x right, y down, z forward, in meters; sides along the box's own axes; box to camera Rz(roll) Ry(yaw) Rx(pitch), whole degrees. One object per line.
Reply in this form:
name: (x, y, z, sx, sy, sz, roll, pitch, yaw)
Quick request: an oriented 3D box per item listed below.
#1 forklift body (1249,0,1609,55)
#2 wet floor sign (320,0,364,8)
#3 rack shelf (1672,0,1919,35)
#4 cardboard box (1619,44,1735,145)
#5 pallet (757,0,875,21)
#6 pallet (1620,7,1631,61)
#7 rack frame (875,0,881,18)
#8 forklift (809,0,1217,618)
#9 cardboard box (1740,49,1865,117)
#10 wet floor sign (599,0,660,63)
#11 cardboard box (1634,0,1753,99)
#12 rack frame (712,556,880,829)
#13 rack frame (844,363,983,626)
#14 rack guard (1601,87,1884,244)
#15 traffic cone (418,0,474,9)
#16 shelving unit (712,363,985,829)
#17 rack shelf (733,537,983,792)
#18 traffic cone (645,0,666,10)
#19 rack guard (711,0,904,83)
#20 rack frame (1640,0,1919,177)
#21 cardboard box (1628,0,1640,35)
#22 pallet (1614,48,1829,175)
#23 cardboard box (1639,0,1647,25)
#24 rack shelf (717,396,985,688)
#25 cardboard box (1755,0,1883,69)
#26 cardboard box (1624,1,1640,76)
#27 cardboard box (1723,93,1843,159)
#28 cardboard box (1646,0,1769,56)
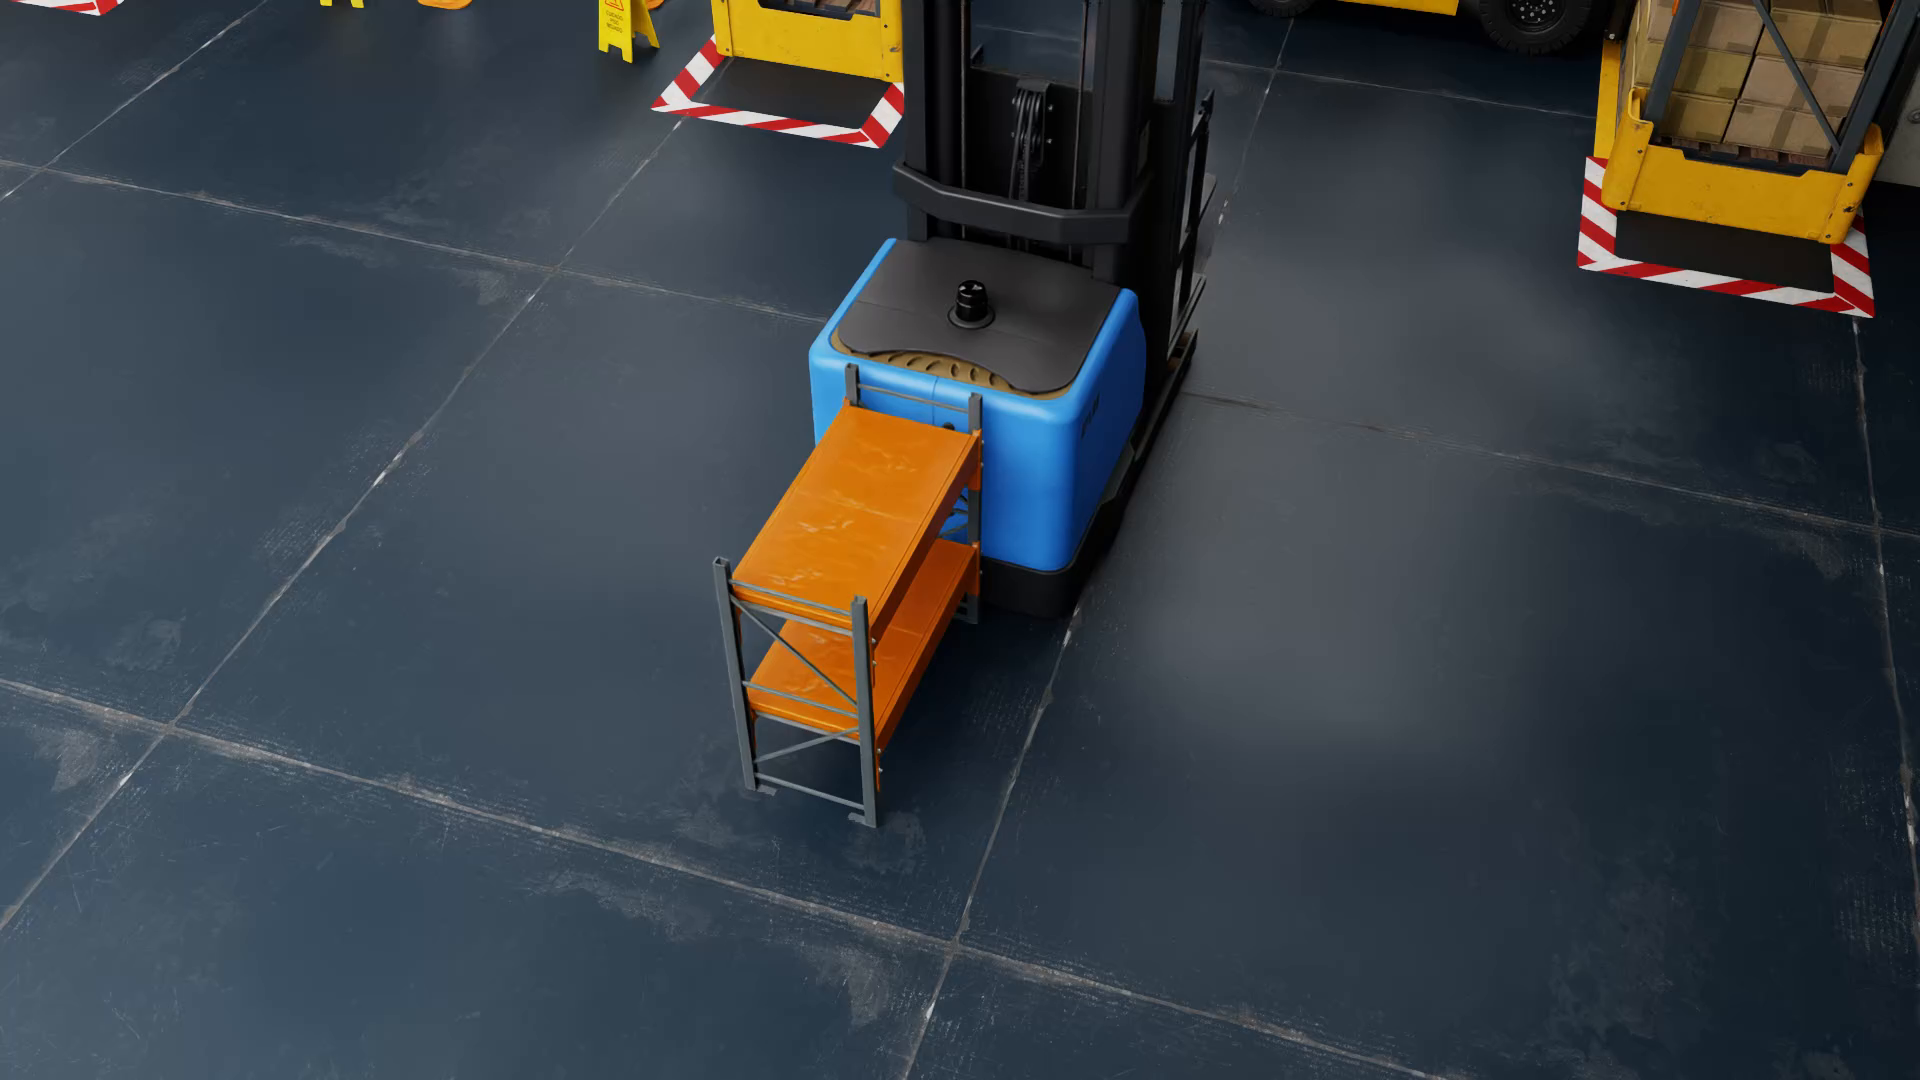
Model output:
forklift body: (2.723, -4.128, 9.430, 2.313, 2.155, 1.214, 13, 46, 13)
wet floor sign: (-3.714, -3.530, 9.896, 0.267, 0.644, 0.232, 5, 45, 5)
rack shelf: (4.493, -3.857, 9.061, 1.077, 0.370, 4.000, 13, 46, 13)
cardboard box: (3.729, -2.328, 8.650, 0.500, 0.250, 0.500, 13, 46, 13)
pallet: (-0.541, -3.417, 10.091, 1.003, 0.211, 1.213, 13, 46, 13)
pallet: (4.451, -3.113, 9.780, 1.003, 0.211, 1.213, 13, 46, 13)
rack frame: (-0.844, -3.829, 8.519, 1.000, 3.000, 0.127, 13, 46, 13)
forklift: (0.433, -1.797, 6.491, 1.130, 2.935, 3.031, 15, 46, 14)
cardboard box: (4.228, -2.396, 8.362, 0.500, 0.250, 0.500, 13, 46, 13)
wet floor sign: (-1.921, -3.088, 9.444, 0.267, 0.644, 0.232, 28, 51, 26)
cardboard box: (3.737, -2.517, 8.486, 0.500, 0.250, 0.500, 12, 46, 12)
rack frame: (-0.516, 0.523, 5.412, 0.500, 1.125, 0.032, 15, 46, 14)
rack frame: (-0.161, -0.144, 6.092, 0.500, 1.125, 0.032, 15, 46, 14)
rack guard: (3.880, -1.871, 8.305, 1.175, 0.500, 0.348, 13, 46, 13)
traffic cone: (-3.104, -3.491, 9.987, 0.336, 0.463, 0.334, 13, 46, 13)
shelving unit: (-0.339, 0.190, 5.752, 0.538, 1.125, 1.048, 15, 46, 14)
rack shelf: (-0.339, 0.364, 5.923, 0.538, 0.278, 1.000, 15, 46, 14)
traffic cone: (-1.943, -3.483, 9.978, 0.336, 0.463, 0.334, 13, 46, 13)
rack guard: (-0.821, -2.987, 9.445, 1.175, 0.500, 0.348, 13, 46, 13)
rack frame: (3.888, -2.781, 7.447, 1.000, 3.000, 0.127, 13, 46, 13)
cardboard box: (4.048, -2.989, 9.326, 0.500, 0.250, 0.500, 13, 46, 13)
pallet: (4.079, -2.303, 8.952, 1.003, 0.211, 1.213, 13, 46, 13)
cardboard box: (3.899, -2.849, 8.825, 0.500, 0.250, 0.500, 12, 46, 12)
rack shelf: (-0.339, -0.020, 5.547, 0.538, 0.278, 1.000, 15, 46, 14)
cardboard box: (4.213, -2.586, 8.198, 0.500, 0.250, 0.500, 12, 46, 12)
cardboard box: (3.888, -2.658, 8.987, 0.500, 0.250, 0.500, 13, 46, 12)
cardboard box: (4.223, -2.234, 8.554, 0.500, 0.250, 0.500, 13, 46, 13)
cardboard box: (3.730, -2.678, 8.293, 0.500, 0.250, 0.500, 14, 46, 14)
